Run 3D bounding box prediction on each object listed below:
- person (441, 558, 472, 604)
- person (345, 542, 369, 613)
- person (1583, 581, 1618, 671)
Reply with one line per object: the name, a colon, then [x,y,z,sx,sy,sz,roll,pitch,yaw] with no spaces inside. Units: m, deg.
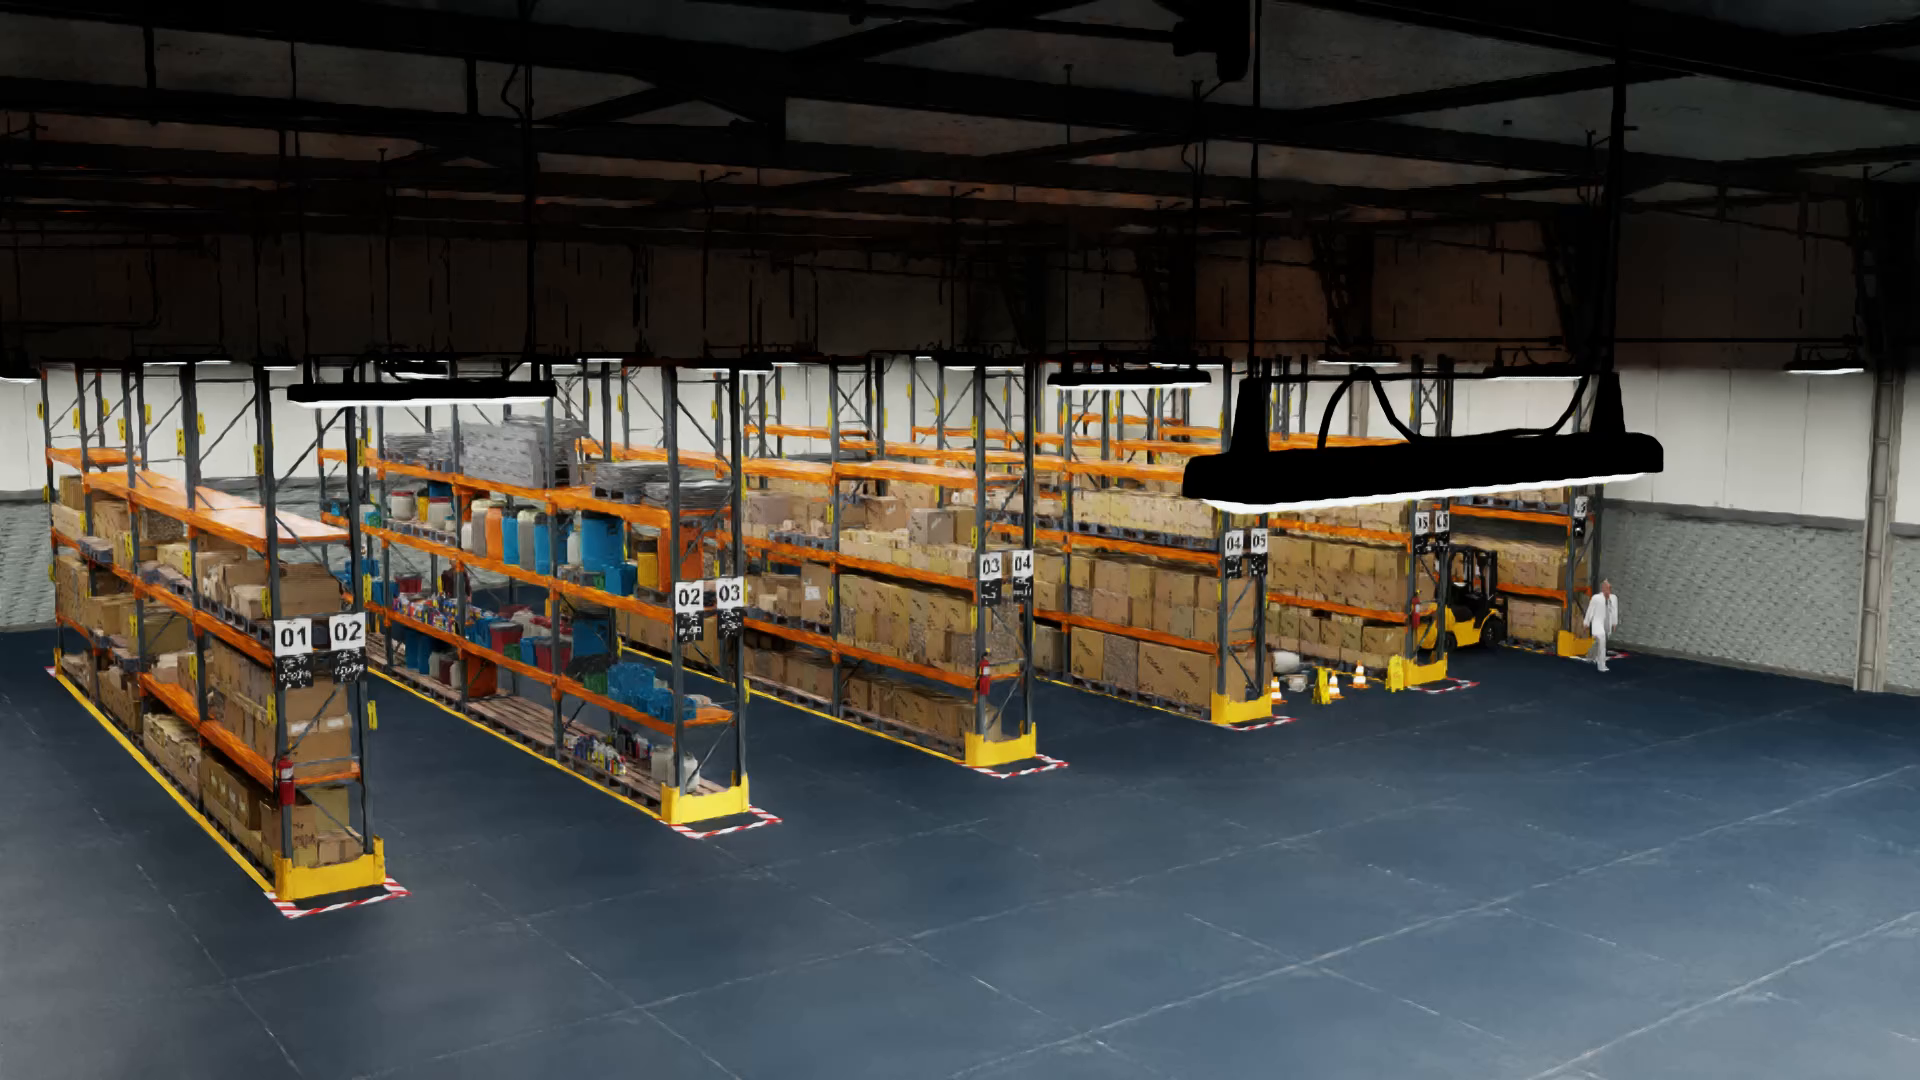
person: [-10.766,1.208,35.542,0.603,1.724,1.111,-5,9,-37]
person: [-14.020,0.879,38.676,0.589,1.650,0.545,2,7,17]
person: [12.379,1.630,32.095,0.635,1.722,1.045,-2,7,-15]
